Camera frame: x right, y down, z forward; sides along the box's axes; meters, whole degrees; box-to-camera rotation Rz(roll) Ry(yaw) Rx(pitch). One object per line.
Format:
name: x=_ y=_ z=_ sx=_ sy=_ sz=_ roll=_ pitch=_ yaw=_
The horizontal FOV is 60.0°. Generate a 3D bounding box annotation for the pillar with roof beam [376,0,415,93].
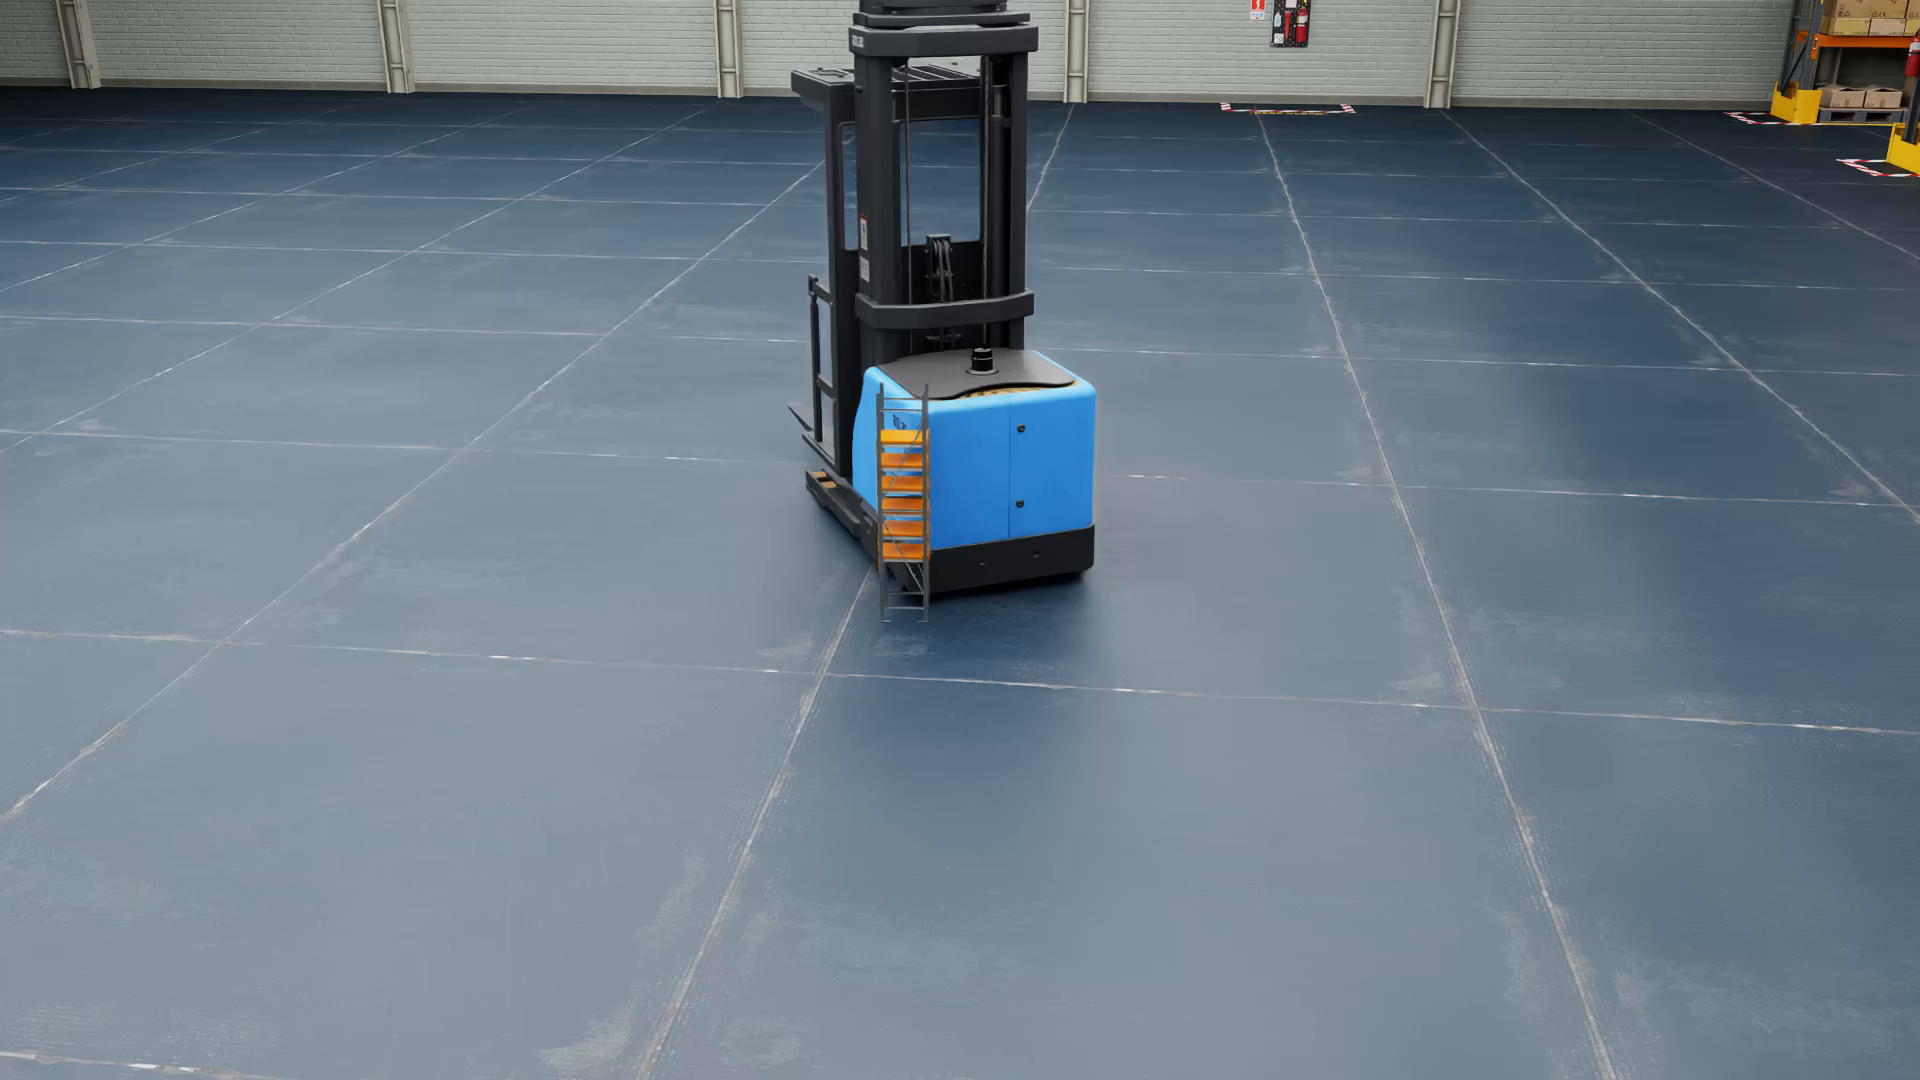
pillar with roof beam: x=-10.455 y=-10.601 z=24.014 sx=0.400 sy=9.000 sz=9.100 roll=2 pitch=22 yaw=6

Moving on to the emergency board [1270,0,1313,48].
emergency board: x=5.477 y=-8.725 z=27.428 sx=0.643 sy=1.169 sz=0.194 roll=2 pitch=22 yaw=6

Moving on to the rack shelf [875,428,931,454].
rack shelf: x=-0.277 y=-0.469 z=8.134 sx=0.258 sy=0.103 sz=0.180 roll=1 pitch=22 yaw=3

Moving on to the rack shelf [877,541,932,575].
rack shelf: x=-0.278 y=0.089 z=8.356 sx=0.258 sy=0.103 sz=0.180 roll=1 pitch=22 yaw=3

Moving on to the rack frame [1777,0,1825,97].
rack frame: x=13.088 y=-8.059 z=25.743 sx=0.127 sy=3.000 sz=1.000 roll=2 pitch=22 yaw=6

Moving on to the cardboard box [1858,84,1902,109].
cardboard box: x=14.330 y=-6.925 z=25.936 sx=0.500 sy=0.311 sz=0.500 roll=4 pitch=22 yaw=11

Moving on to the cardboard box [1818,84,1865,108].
cardboard box: x=13.764 y=-6.950 z=25.998 sx=0.500 sy=0.311 sz=0.500 roll=0 pitch=22 yaw=0

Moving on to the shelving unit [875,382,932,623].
shelving unit: x=-0.277 y=-0.175 z=8.251 sx=0.258 sy=1.200 sz=0.189 roll=1 pitch=22 yaw=3

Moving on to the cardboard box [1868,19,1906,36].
cardboard box: x=14.052 y=-7.844 z=25.377 sx=0.500 sy=0.250 sz=0.500 roll=2 pitch=22 yaw=5

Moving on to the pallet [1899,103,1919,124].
pallet: x=15.174 y=-6.657 z=25.990 sx=1.213 sy=0.211 sz=1.003 roll=2 pitch=22 yaw=6

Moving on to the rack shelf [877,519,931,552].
rack shelf: x=-0.277 y=-0.023 z=8.311 sx=0.258 sy=0.103 sz=0.180 roll=1 pitch=22 yaw=3

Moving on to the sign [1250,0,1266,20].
sign: x=4.940 y=-8.803 z=27.577 sx=0.234 sy=0.329 sz=0.001 roll=2 pitch=22 yaw=6

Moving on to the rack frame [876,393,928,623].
rack frame: x=-0.282 y=-0.142 z=8.166 sx=0.240 sy=1.200 sz=0.006 roll=1 pitch=22 yaw=3

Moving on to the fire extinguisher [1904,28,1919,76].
fire extinguisher: x=12.446 y=-6.388 z=21.624 sx=0.183 sy=0.674 sz=0.296 roll=2 pitch=22 yaw=6

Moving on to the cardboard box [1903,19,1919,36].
cardboard box: x=14.557 y=-7.820 z=25.316 sx=0.500 sy=0.250 sz=0.500 roll=2 pitch=22 yaw=5

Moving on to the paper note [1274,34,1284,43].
paper note: x=5.309 y=-8.348 z=27.673 sx=0.142 sy=0.148 sz=0.016 roll=2 pitch=22 yaw=6

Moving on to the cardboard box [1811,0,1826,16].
cardboard box: x=13.581 y=-8.404 z=25.774 sx=0.500 sy=0.500 sz=0.500 roll=2 pitch=22 yaw=6

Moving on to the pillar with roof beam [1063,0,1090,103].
pillar with roof beam: x=1.461 y=-10.081 z=22.700 sx=0.400 sy=9.000 sz=9.100 roll=2 pitch=22 yaw=6

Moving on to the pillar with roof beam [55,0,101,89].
pillar with roof beam: x=-16.413 y=-10.860 z=24.670 sx=0.400 sy=9.000 sz=9.100 roll=2 pitch=22 yaw=6

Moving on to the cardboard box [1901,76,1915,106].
cardboard box: x=15.053 y=-6.963 z=25.774 sx=0.500 sy=0.500 sz=0.700 roll=1 pitch=22 yaw=3

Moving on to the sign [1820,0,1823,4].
sign: x=13.024 y=-8.263 z=25.083 sx=0.005 sy=0.325 sz=0.100 roll=2 pitch=22 yaw=6

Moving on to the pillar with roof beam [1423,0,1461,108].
pillar with roof beam: x=7.420 y=-9.822 z=22.044 sx=0.400 sy=9.000 sz=9.100 roll=2 pitch=22 yaw=6

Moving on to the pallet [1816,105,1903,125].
pallet: x=13.966 y=-6.710 z=26.126 sx=1.213 sy=0.211 sz=1.003 roll=2 pitch=22 yaw=6

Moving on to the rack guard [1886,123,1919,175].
rack guard: x=12.485 y=-5.088 z=21.630 sx=0.348 sy=0.500 sz=1.175 roll=2 pitch=22 yaw=6

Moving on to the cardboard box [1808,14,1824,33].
cardboard box: x=13.575 y=-8.049 z=25.895 sx=0.500 sy=0.250 sz=0.500 roll=3 pitch=22 yaw=7

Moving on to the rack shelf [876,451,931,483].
rack shelf: x=-0.277 y=-0.357 z=8.178 sx=0.258 sy=0.103 sz=0.180 roll=1 pitch=22 yaw=3

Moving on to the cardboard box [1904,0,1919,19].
cardboard box: x=14.528 y=-8.167 z=25.174 sx=0.500 sy=0.500 sz=0.500 roll=2 pitch=22 yaw=5

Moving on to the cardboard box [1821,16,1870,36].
cardboard box: x=13.535 y=-7.861 z=25.421 sx=0.500 sy=0.250 sz=0.500 roll=2 pitch=22 yaw=5

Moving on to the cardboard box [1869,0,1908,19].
cardboard box: x=14.016 y=-8.191 z=25.236 sx=0.500 sy=0.500 sz=0.500 roll=3 pitch=22 yaw=6

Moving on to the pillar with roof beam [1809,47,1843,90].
pillar with roof beam: x=13.378 y=-9.562 z=21.387 sx=0.400 sy=9.000 sz=9.100 roll=2 pitch=22 yaw=6

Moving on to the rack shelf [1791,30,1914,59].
rack shelf: x=15.074 y=-7.637 z=25.657 sx=4.000 sy=0.370 sz=1.077 roll=2 pitch=22 yaw=6

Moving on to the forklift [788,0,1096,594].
forklift: x=-0.290 y=-1.596 z=9.491 sx=1.130 sy=2.935 sz=3.031 roll=-8 pitch=23 yaw=-20

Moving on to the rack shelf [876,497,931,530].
rack shelf: x=-0.277 y=-0.134 z=8.267 sx=0.258 sy=0.103 sz=0.180 roll=1 pitch=22 yaw=3

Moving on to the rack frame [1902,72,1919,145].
rack frame: x=12.508 y=-6.250 z=21.168 sx=0.127 sy=3.000 sz=1.000 roll=2 pitch=22 yaw=6

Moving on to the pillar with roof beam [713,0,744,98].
pillar with roof beam: x=-4.497 y=-10.341 z=23.357 sx=0.400 sy=9.000 sz=9.100 roll=2 pitch=22 yaw=6

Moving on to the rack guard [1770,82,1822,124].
rack guard: x=13.163 y=-6.893 z=26.195 sx=0.348 sy=0.500 sz=1.175 roll=2 pitch=22 yaw=6

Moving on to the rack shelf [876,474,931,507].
rack shelf: x=-0.277 y=-0.246 z=8.223 sx=0.258 sy=0.103 sz=0.180 roll=1 pitch=22 yaw=3

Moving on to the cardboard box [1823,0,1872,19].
cardboard box: x=13.526 y=-8.216 z=25.300 sx=0.500 sy=0.500 sz=0.500 roll=3 pitch=22 yaw=6

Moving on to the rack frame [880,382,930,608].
rack frame: x=-0.273 y=-0.209 z=8.336 sx=0.240 sy=1.200 sz=0.006 roll=1 pitch=22 yaw=3
